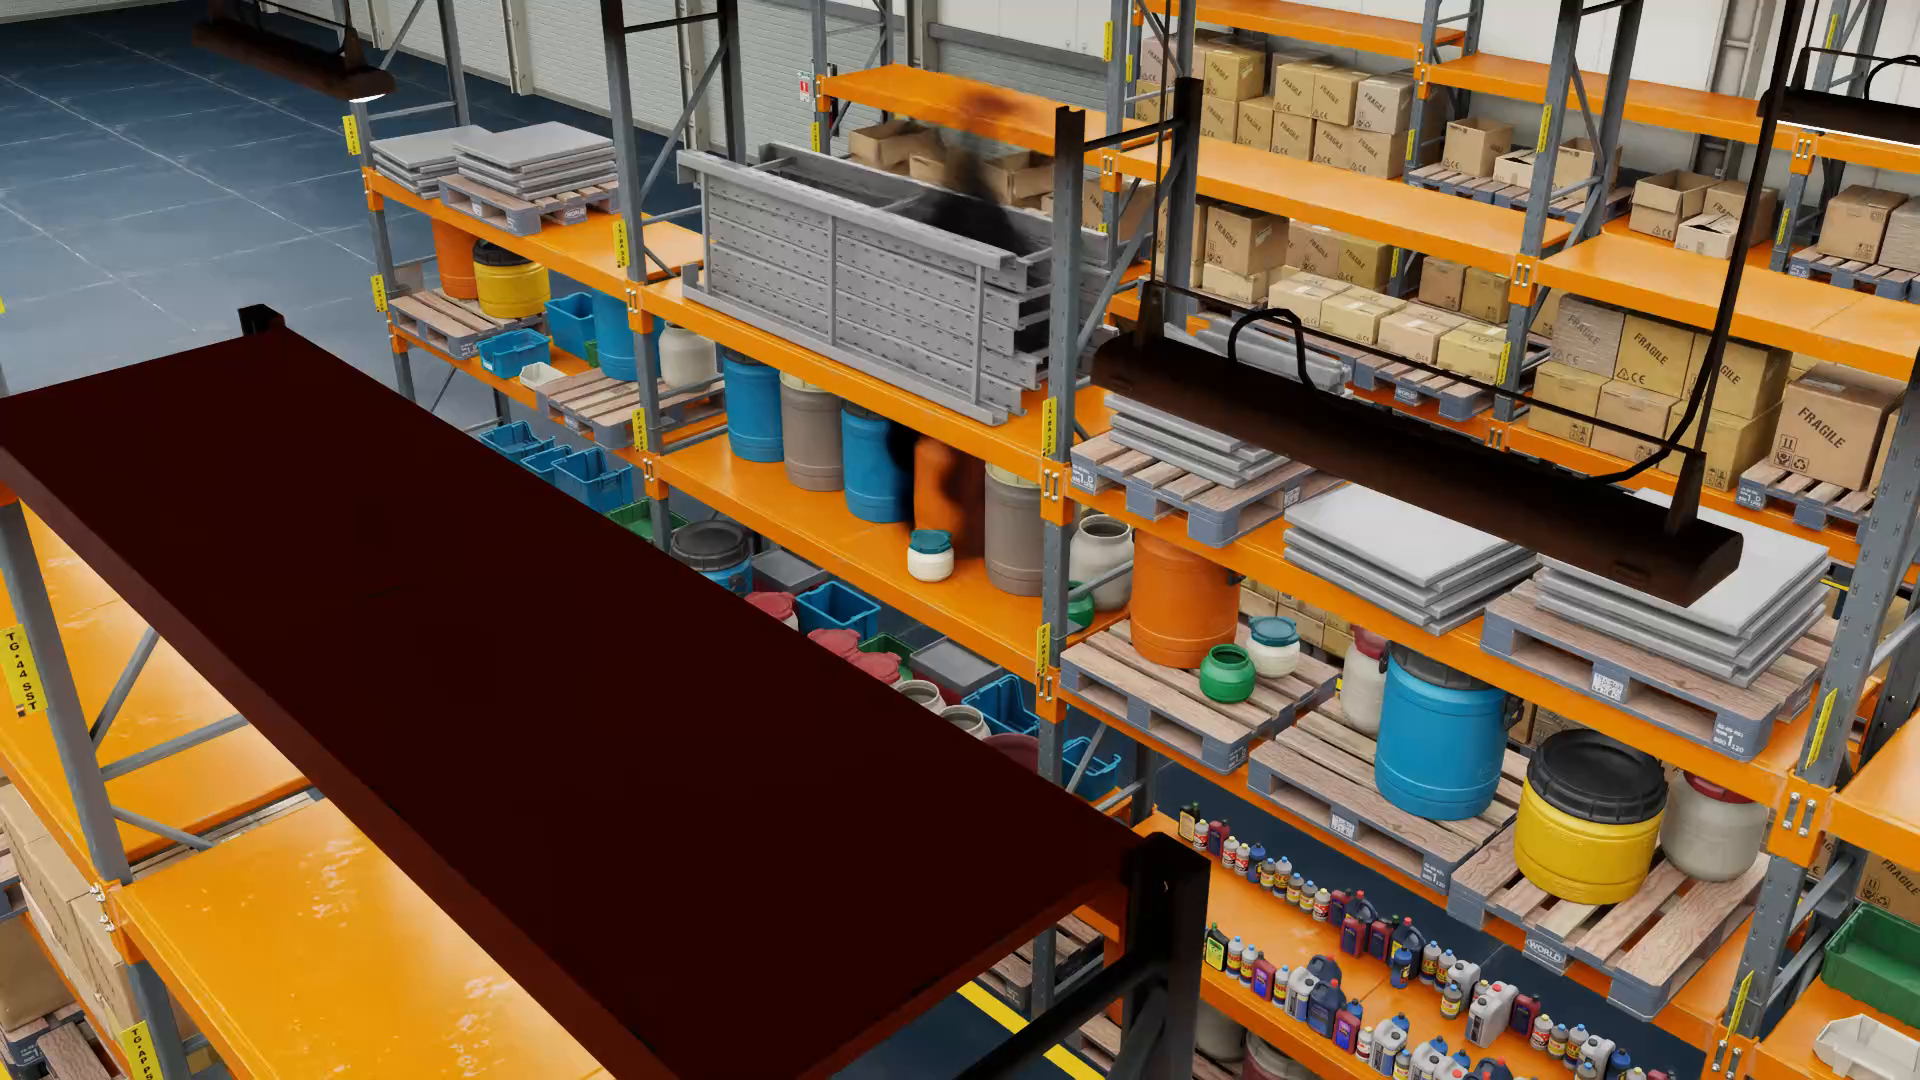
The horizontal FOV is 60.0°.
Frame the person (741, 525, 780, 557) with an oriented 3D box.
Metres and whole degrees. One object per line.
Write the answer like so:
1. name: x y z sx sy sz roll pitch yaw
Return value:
1. person: -1.698 0.093 14.979 0.571 1.613 0.665 -20 34 -33
